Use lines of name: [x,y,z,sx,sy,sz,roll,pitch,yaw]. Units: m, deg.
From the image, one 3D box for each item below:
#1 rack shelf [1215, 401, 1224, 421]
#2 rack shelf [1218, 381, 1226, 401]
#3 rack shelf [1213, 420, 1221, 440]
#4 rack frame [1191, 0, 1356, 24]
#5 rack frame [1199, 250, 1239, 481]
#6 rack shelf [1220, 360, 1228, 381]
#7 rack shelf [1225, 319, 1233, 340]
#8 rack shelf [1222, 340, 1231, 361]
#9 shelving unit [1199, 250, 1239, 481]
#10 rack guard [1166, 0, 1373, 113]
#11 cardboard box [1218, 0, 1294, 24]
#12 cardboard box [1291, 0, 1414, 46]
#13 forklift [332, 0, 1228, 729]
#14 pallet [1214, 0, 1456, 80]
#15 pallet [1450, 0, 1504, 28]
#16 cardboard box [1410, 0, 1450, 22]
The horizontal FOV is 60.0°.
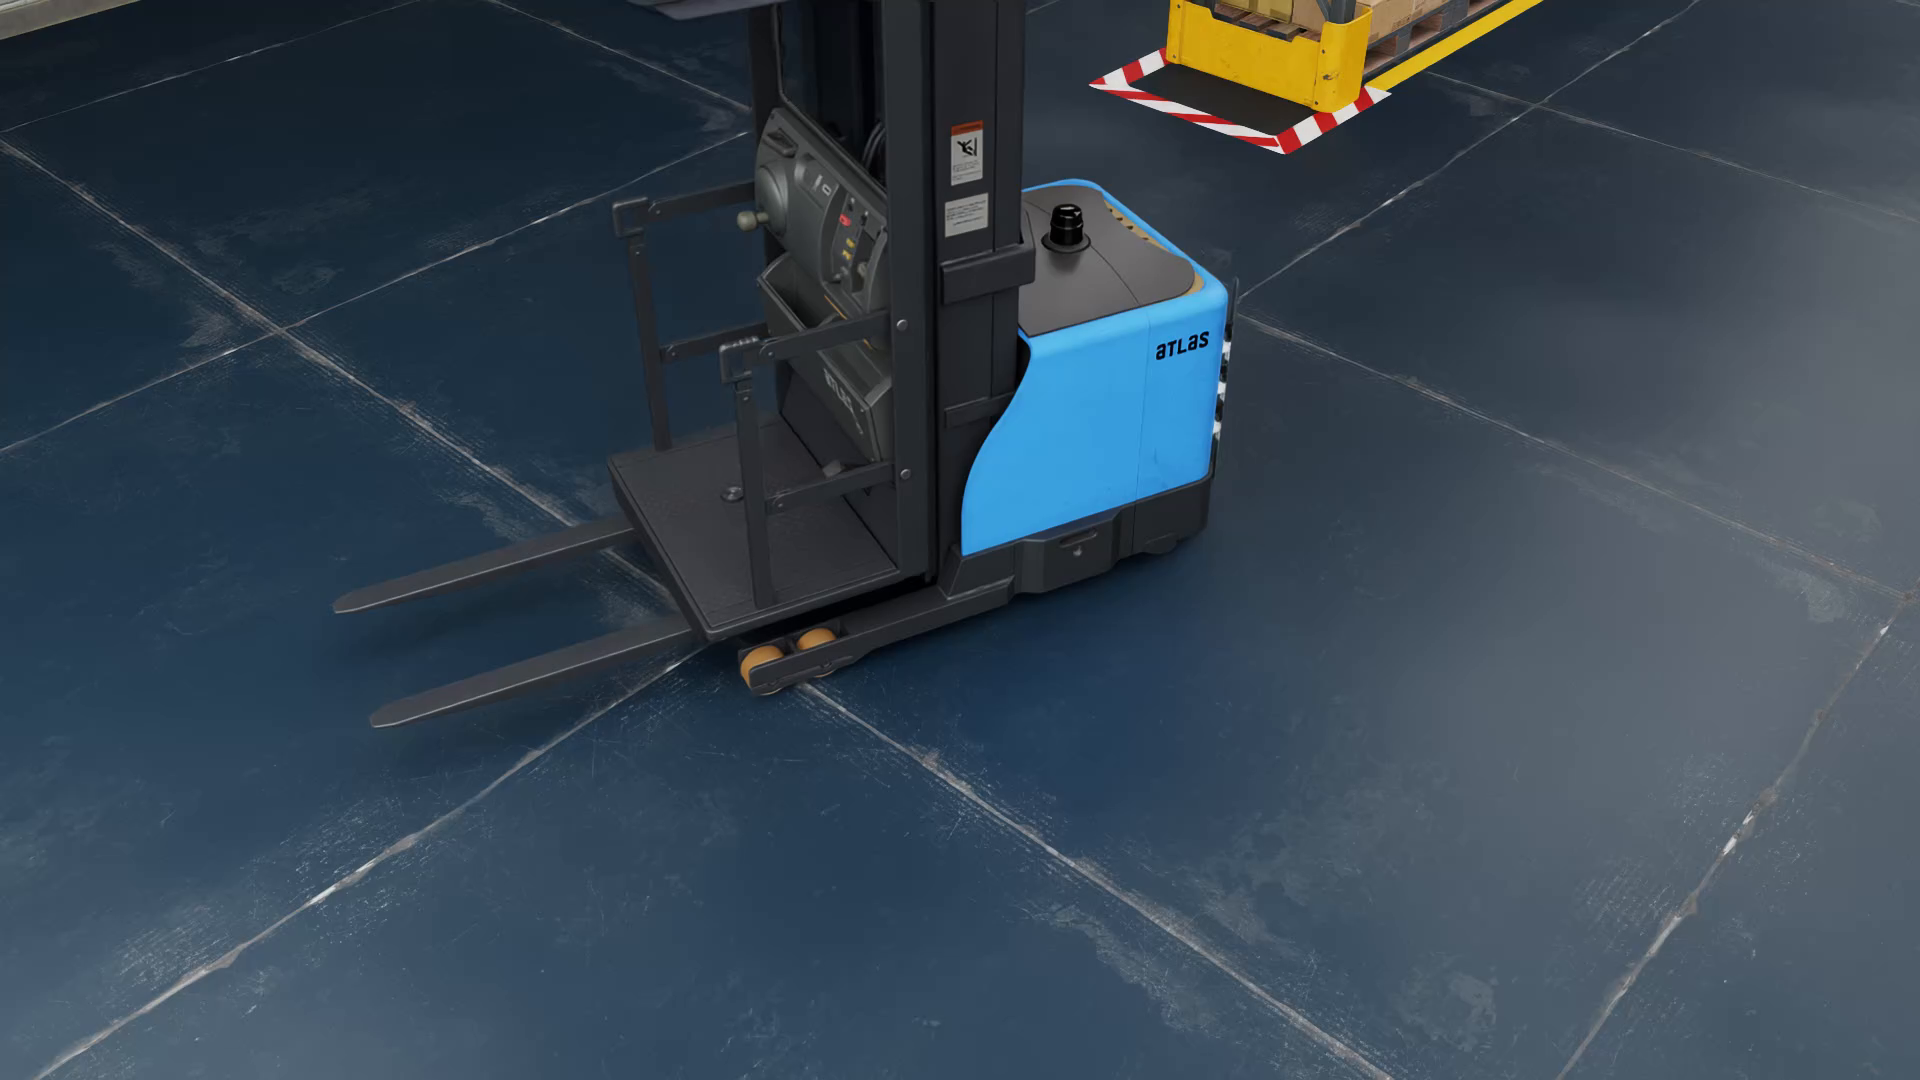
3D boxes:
rack shelf: [0.856,-0.527,6.388,0.200,0.077,0.258,-18,42,-21]
rack shelf: [0.856,-0.597,6.332,0.200,0.077,0.258,-18,42,-21]
rack shelf: [0.856,-0.457,6.444,0.200,0.077,0.258,-18,42,-21]
rack frame: [1.752,-3.863,8.698,1.000,3.000,0.127,30,47,32]
rack frame: [0.946,-0.652,6.347,0.006,0.900,0.240,-18,42,-21]
rack shelf: [0.856,-0.668,6.276,0.200,0.077,0.258,-18,42,-21]
rack shelf: [0.856,-0.809,6.164,0.200,0.077,0.258,-18,42,-21]
rack shelf: [0.856,-0.738,6.220,0.200,0.077,0.258,-18,42,-21]
shelving unit: [0.856,-0.624,6.311,0.210,0.900,0.258,-18,42,-21]
rack guard: [1.736,-2.874,9.463,1.175,0.500,0.348,30,47,32]
cardboard box: [1.895,-3.322,9.889,0.500,0.250,0.500,30,47,32]
cardboard box: [2.278,-3.104,9.616,0.500,0.250,0.500,30,47,32]
forklift: [-0.626,-1.002,5.156,3.031,2.935,1.130,-18,42,-21]
pallet: [2.237,-3.141,10.030,1.003,0.211,1.213,30,47,32]
pallet: [3.060,-3.699,10.732,1.003,0.211,1.213,30,47,32]
cardboard box: [2.612,-3.336,9.907,0.500,0.250,0.500,30,47,32]
